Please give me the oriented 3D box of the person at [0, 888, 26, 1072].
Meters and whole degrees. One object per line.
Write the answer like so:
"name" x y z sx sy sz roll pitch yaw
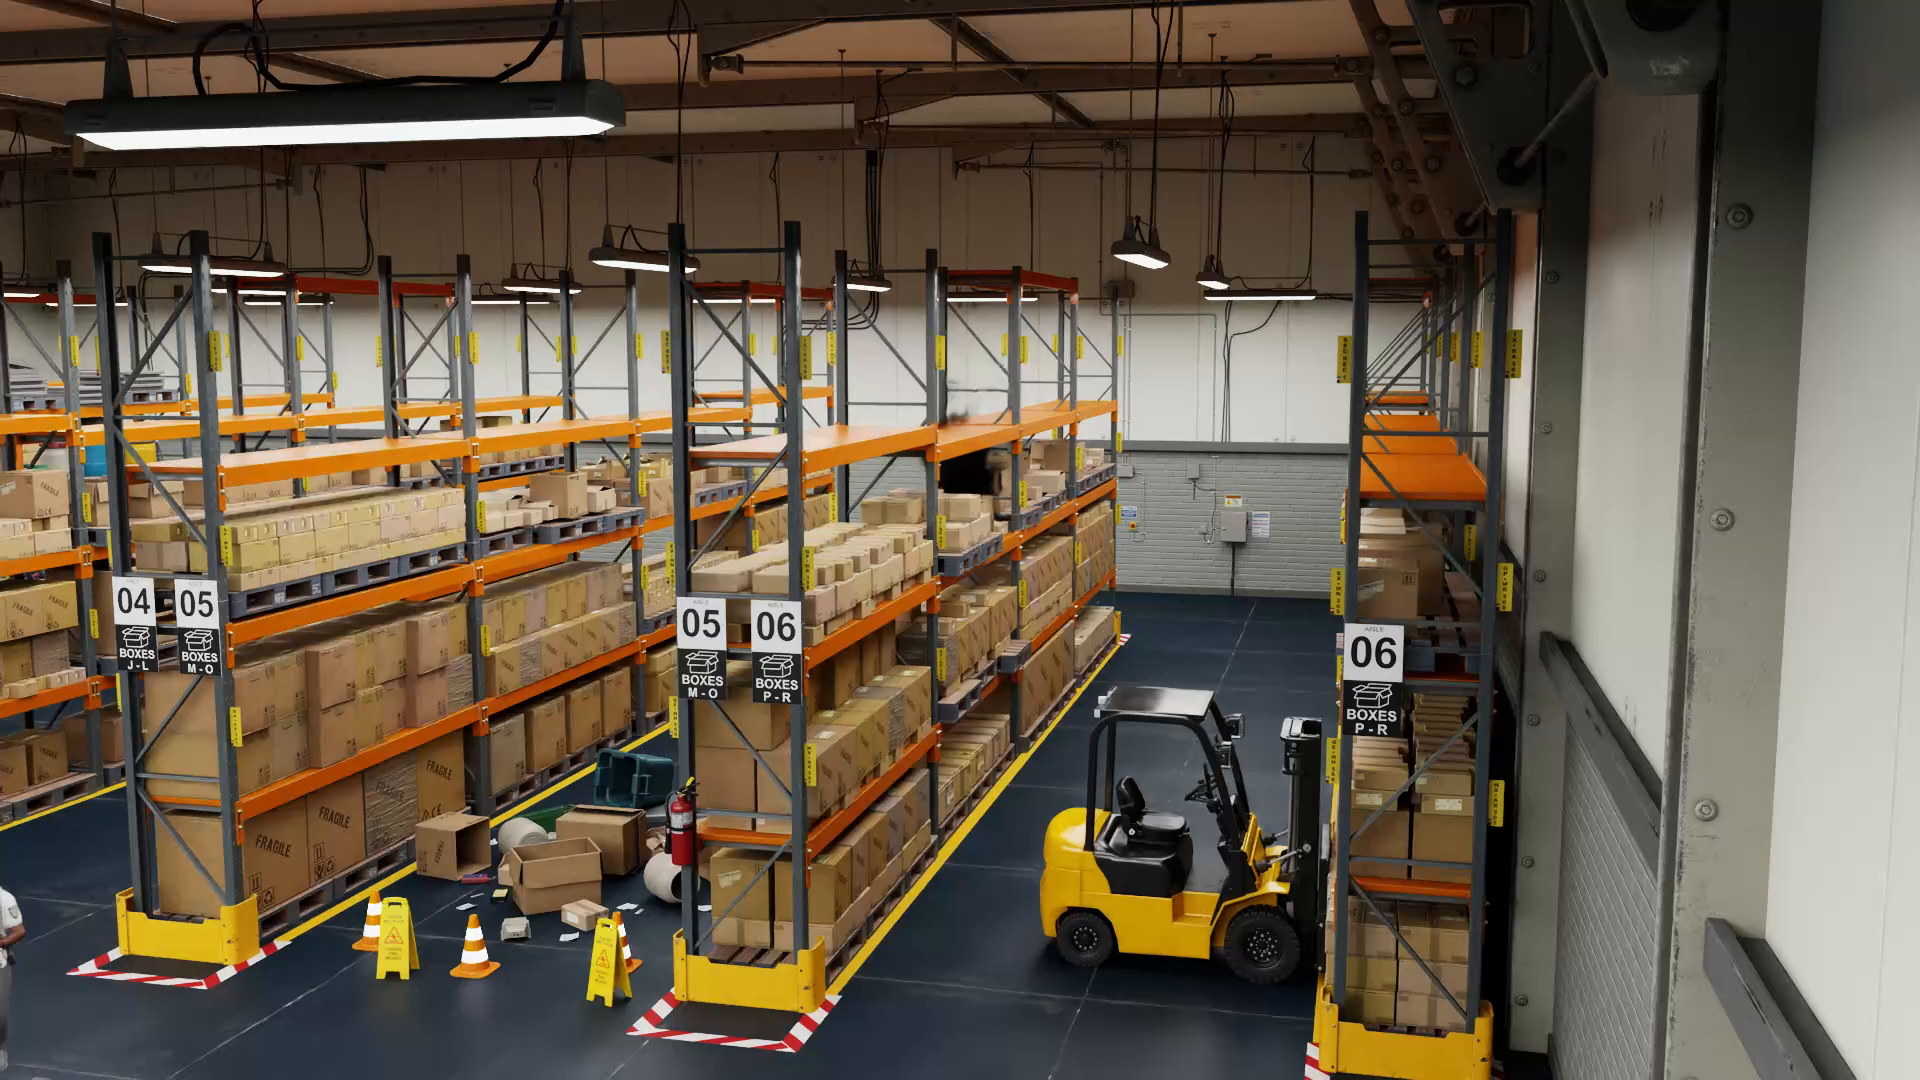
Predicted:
"person" -6.653 2.940 11.286 0.577 1.698 0.918 -4 8 -29
